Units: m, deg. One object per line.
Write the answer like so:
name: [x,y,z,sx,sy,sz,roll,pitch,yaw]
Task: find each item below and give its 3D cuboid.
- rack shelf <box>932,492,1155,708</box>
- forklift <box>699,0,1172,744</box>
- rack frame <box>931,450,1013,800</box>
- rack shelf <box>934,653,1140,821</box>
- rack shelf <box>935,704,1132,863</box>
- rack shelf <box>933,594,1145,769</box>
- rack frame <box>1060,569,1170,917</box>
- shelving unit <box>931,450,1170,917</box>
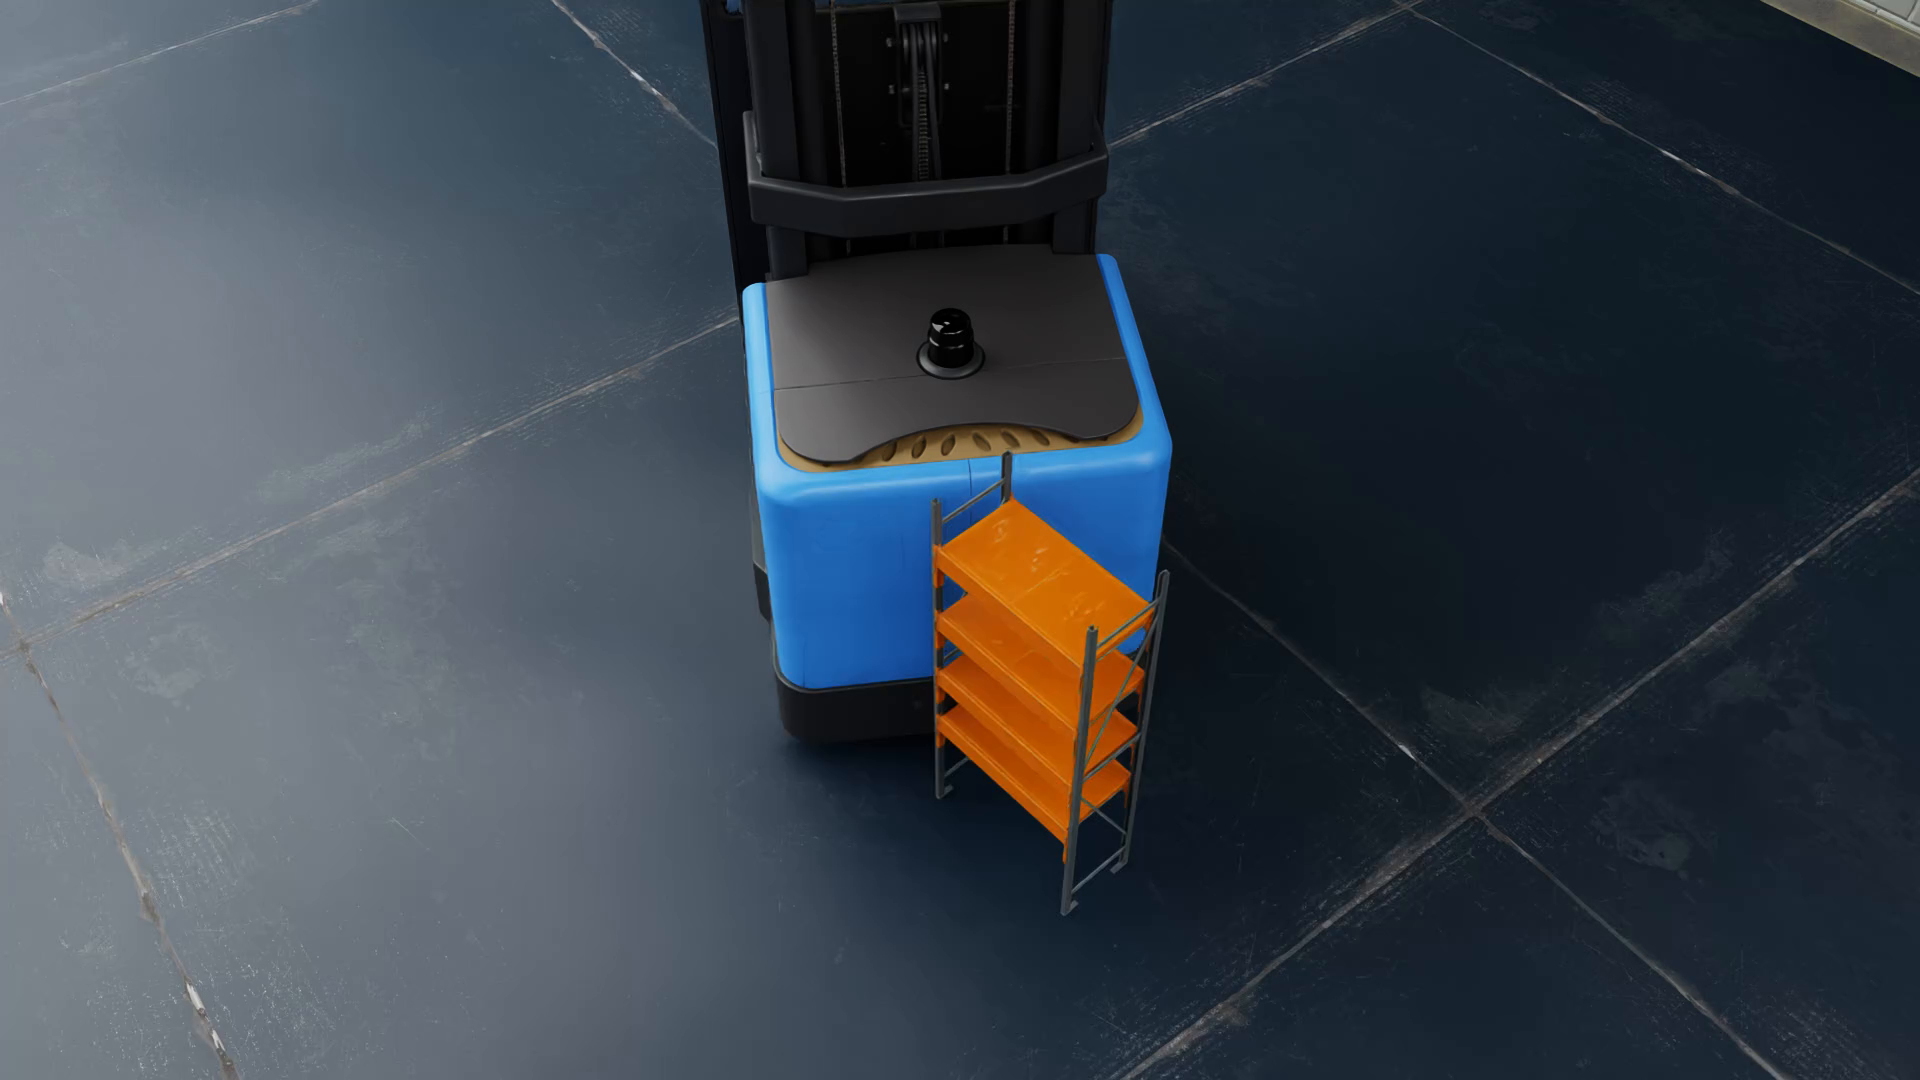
rack shelf: [0.192,0.130,3.787,0.258,0.148,0.480,-35,57,-27]
forklift: [-0.172,-1.519,4.649,1.130,2.935,3.031,-6,48,-5]
rack frame: [0.027,0.255,4.200,0.240,1.200,0.015,-35,57,-27]
rack shelf: [0.192,0.435,4.132,0.258,0.148,0.480,-35,57,-27]
rack shelf: [0.191,0.566,4.281,0.258,0.148,0.480,-35,57,-27]
rack shelf: [0.192,0.286,3.964,0.258,0.148,0.480,-35,57,-27]
rack frame: [0.357,0.525,3.963,0.240,1.200,0.015,-35,57,-27]
shelving unit: [0.192,0.390,4.082,0.258,1.200,0.503,-35,57,-27]
